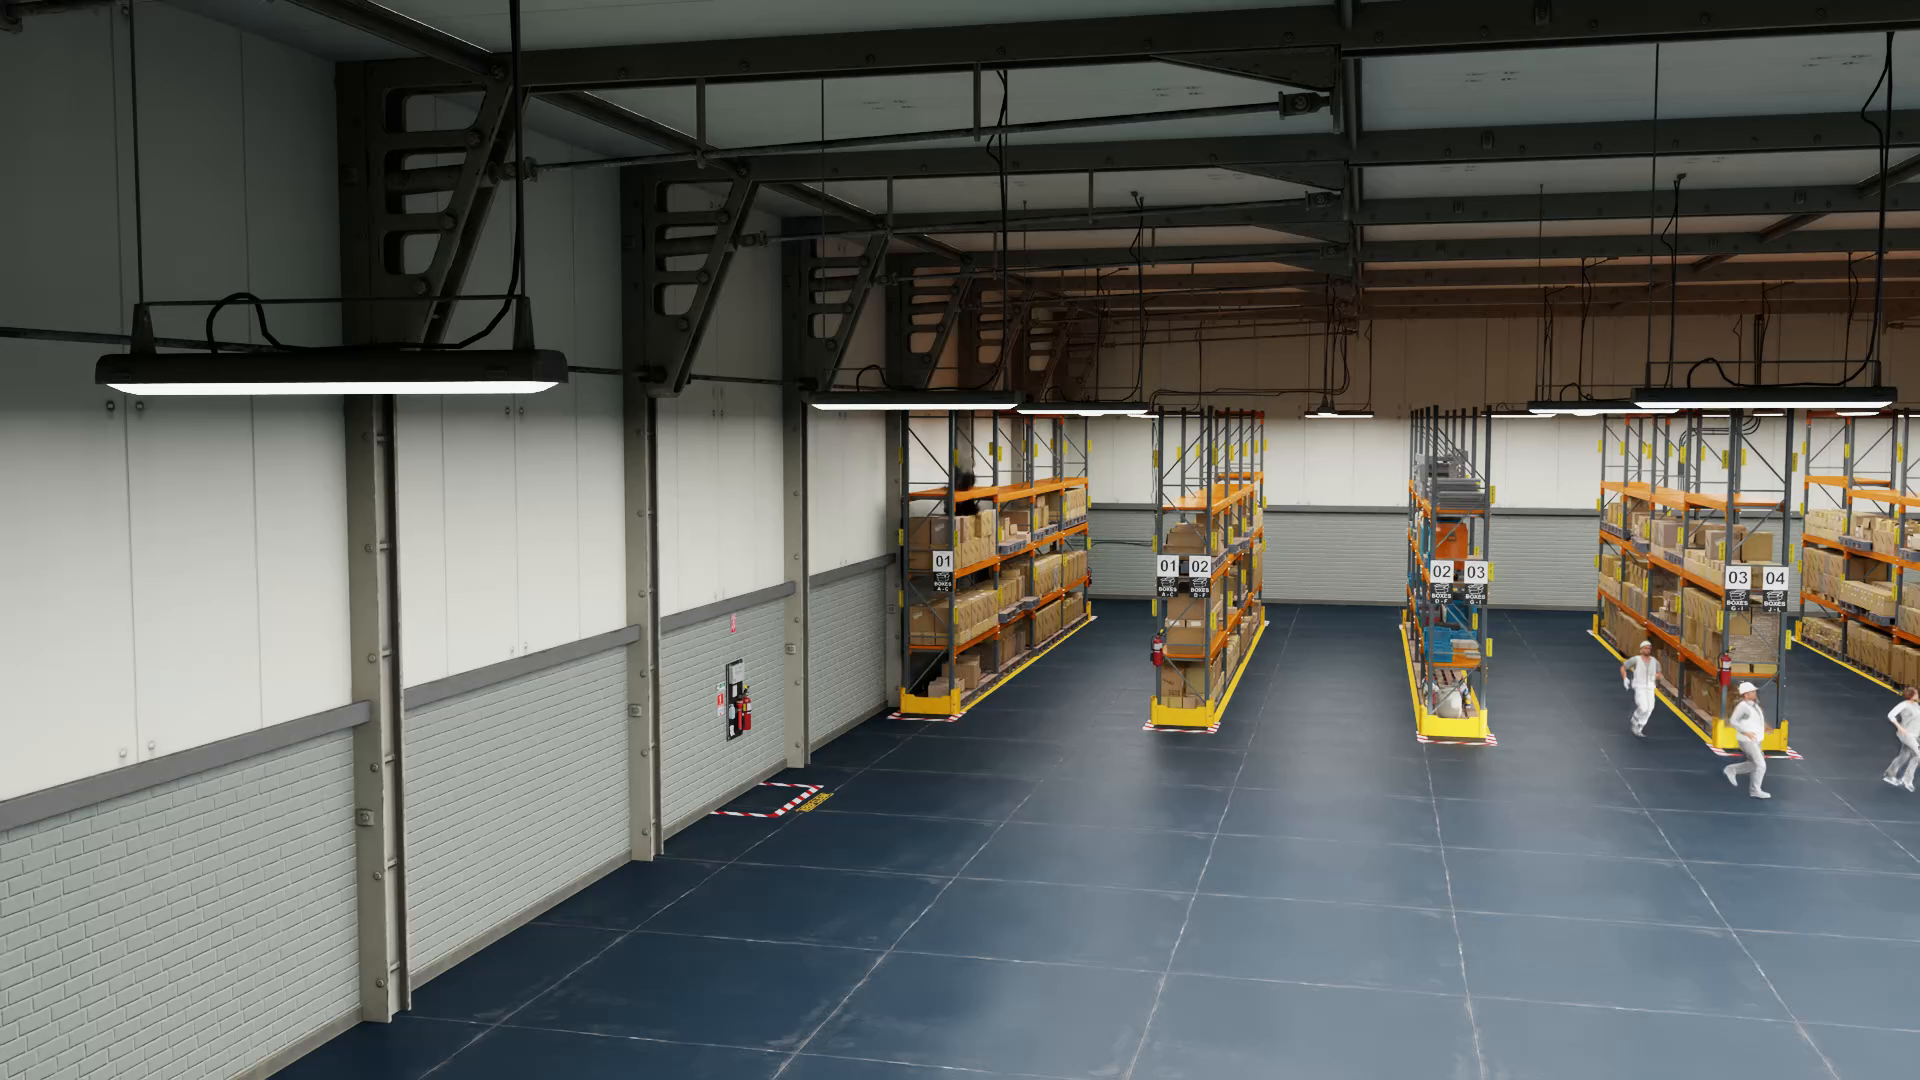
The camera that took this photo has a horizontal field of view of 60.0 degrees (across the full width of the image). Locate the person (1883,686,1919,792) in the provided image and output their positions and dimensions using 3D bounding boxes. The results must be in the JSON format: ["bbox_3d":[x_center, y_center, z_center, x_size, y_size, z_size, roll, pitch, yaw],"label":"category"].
[{"bbox_3d":[14.720,3.079,25.806,0.514,1.615,0.690,-4,6,-43],"label":"person"}]

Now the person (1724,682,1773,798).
[{"bbox_3d":[12.015,3.038,25.375,0.666,1.731,0.753,-4,6,-43],"label":"person"}]

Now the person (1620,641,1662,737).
[{"bbox_3d":[12.351,2.696,30.023,0.663,1.740,0.617,0,4,-4],"label":"person"}]
